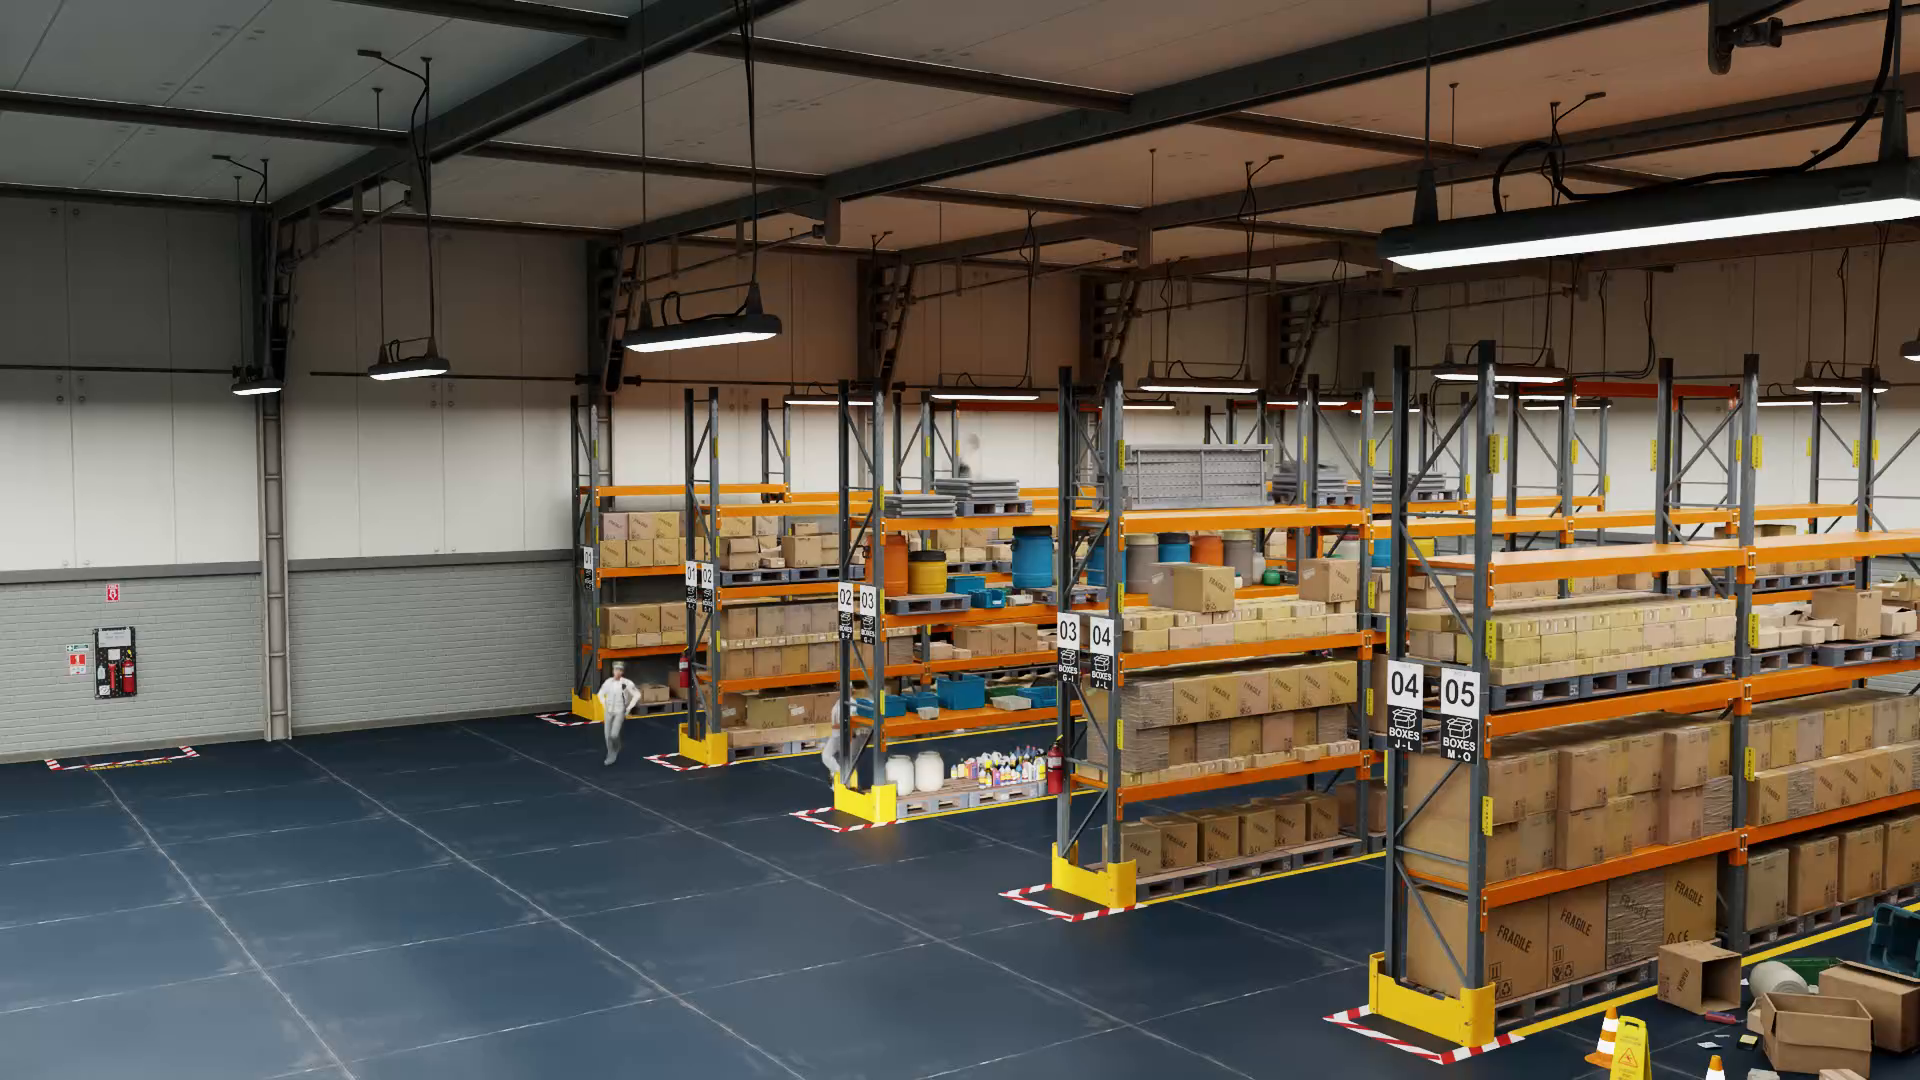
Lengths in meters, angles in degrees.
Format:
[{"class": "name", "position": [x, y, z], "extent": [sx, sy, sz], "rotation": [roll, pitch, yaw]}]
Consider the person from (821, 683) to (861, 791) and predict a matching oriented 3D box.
[{"class": "person", "position": [-1.720, 2.894, 24.366], "extent": [0.622, 1.651, 0.598], "rotation": [-3, 5, -42]}]

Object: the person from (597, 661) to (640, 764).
[{"class": "person", "position": [-5.441, 2.747, 26.371], "extent": [0.646, 1.648, 0.573], "rotation": [0, 3, 5]}]
